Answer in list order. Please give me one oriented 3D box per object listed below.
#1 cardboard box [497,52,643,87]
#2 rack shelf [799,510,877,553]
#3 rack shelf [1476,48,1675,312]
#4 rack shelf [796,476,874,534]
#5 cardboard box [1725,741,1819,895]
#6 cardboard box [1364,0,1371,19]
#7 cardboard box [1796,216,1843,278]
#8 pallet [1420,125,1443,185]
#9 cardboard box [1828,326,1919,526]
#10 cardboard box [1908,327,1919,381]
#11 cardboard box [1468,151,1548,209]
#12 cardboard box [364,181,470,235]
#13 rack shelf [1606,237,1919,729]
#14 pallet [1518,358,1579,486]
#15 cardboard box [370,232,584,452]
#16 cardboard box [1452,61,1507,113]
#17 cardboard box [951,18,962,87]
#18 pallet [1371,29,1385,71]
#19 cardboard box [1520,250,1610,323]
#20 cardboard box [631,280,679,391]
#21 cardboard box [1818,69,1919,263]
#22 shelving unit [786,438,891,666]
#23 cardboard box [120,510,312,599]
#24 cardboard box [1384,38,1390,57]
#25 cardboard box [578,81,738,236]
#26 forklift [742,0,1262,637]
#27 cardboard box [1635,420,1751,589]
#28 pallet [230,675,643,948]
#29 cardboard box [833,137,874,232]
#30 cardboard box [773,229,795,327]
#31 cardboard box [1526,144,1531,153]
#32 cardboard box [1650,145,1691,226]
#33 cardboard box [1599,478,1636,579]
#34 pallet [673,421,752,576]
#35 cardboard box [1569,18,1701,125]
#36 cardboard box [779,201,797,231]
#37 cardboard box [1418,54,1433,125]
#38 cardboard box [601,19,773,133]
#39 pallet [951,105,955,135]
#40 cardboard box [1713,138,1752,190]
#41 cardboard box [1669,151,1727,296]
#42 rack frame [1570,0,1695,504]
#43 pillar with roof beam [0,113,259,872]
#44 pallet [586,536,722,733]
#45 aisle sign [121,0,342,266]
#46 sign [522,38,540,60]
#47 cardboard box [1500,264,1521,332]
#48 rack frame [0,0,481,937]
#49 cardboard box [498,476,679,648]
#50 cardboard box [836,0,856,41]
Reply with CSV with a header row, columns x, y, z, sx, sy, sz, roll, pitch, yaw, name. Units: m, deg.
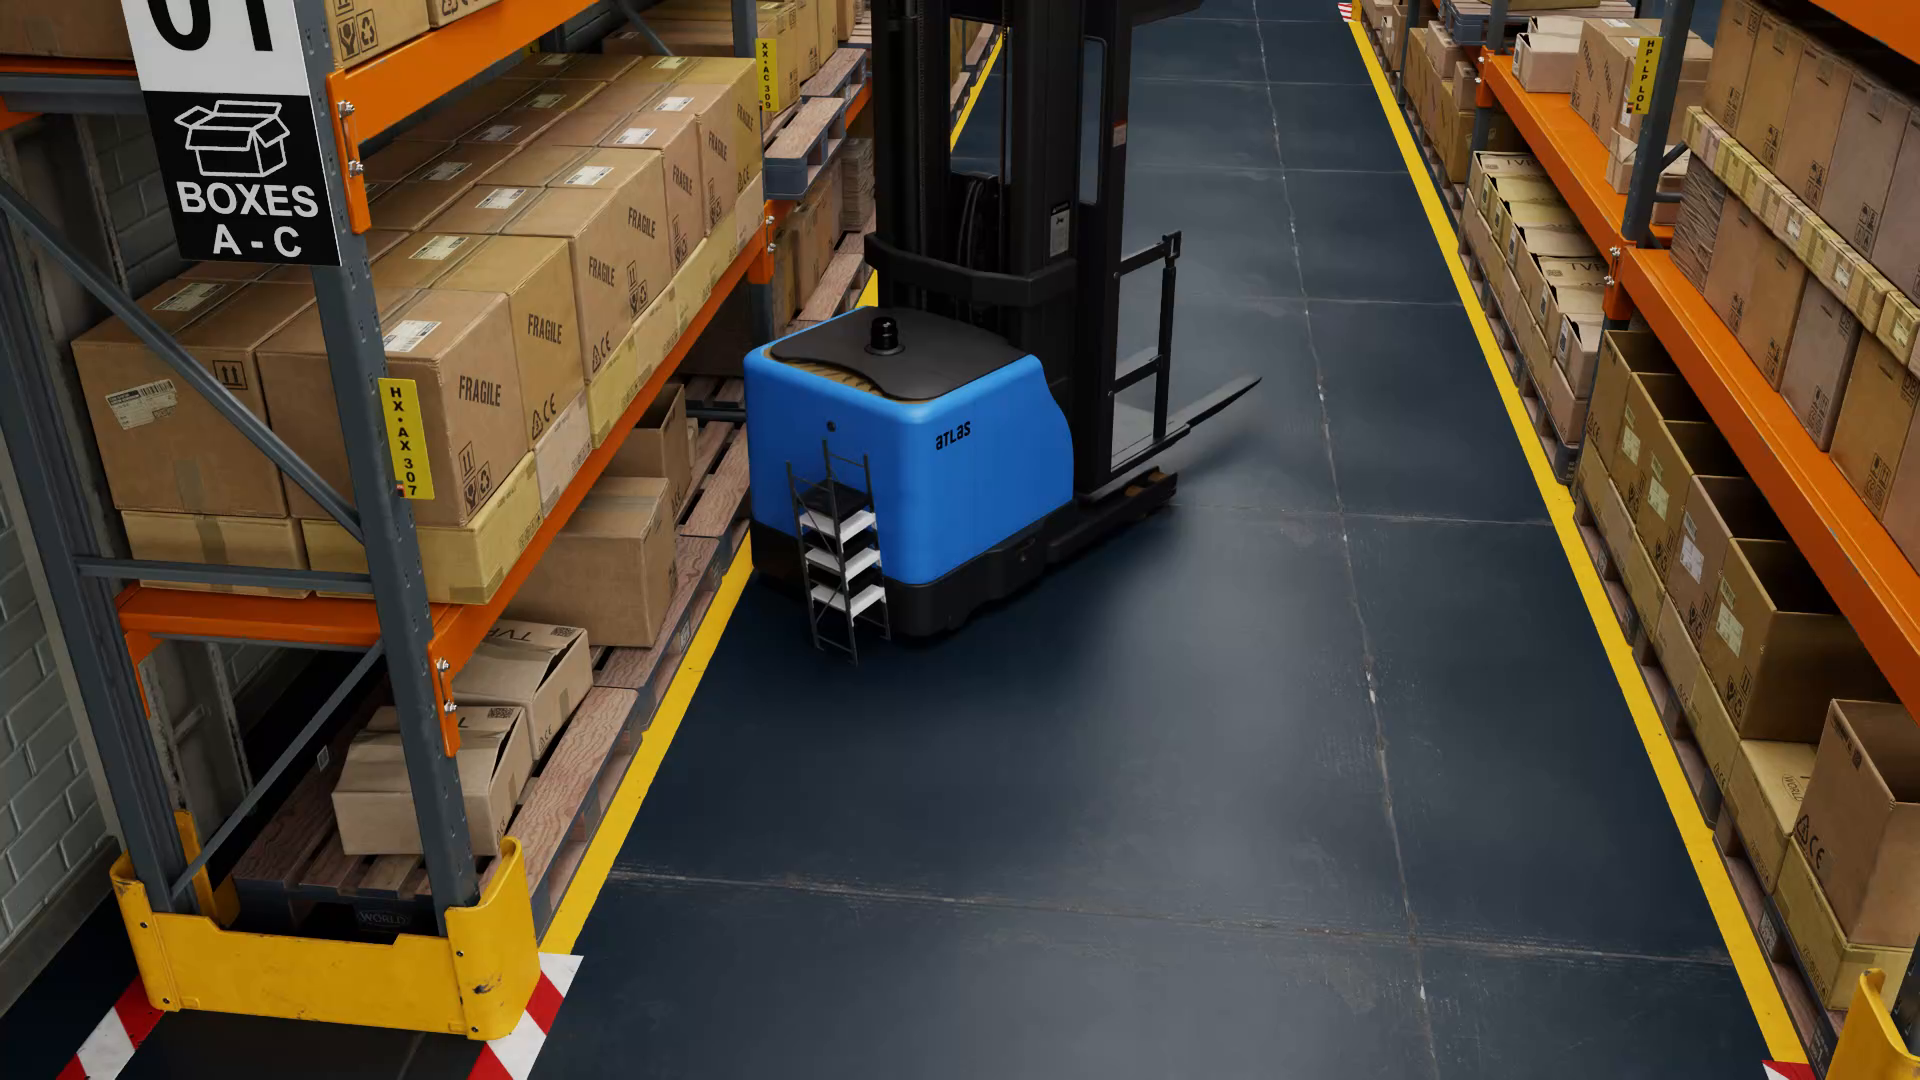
x,y,z,sx,sy,sz,roll,pitch,yaw,name
-1.693,-1.846,7.361,0.500,0.500,0.500,3,28,5,cardboard box
-0.492,-0.065,6.595,0.258,0.077,0.200,21,42,34,rack shelf
3.734,-2.121,9.283,1.077,0.370,4.000,3,28,6,rack shelf
-0.499,-0.140,6.545,0.258,0.077,0.200,21,42,34,rack shelf
2.820,0.907,5.361,0.500,0.250,0.500,3,28,6,cardboard box
4.549,-5.653,17.516,0.500,0.250,0.500,3,28,6,cardboard box
3.077,-0.981,5.620,0.380,0.149,0.250,3,28,6,cardboard box
4.260,-3.073,13.232,1.003,0.211,1.213,3,28,6,pallet
3.195,-0.357,5.145,0.700,0.500,0.500,4,29,7,cardboard box
2.951,-0.496,4.719,0.380,0.149,0.250,4,29,7,cardboard box
3.623,-2.371,10.853,0.500,0.311,0.500,4,29,8,cardboard box
-1.941,-0.887,5.580,0.500,0.500,0.500,3,28,5,cardboard box
3.244,-0.238,5.788,1.077,0.370,4.000,3,28,6,rack shelf
3.540,-0.618,8.674,1.003,0.211,1.213,3,28,6,pallet
-1.491,-0.612,5.069,0.500,0.500,0.500,3,29,6,cardboard box
3.863,-3.283,12.063,0.500,0.250,0.500,4,29,8,cardboard box
-0.399,-4.473,14.714,0.750,0.750,0.750,4,29,7,cardboard box
4.701,-4.933,16.685,1.003,0.211,1.213,3,28,6,pallet
3.375,-1.405,9.060,0.500,0.311,0.500,3,28,6,cardboard box
-1.361,-0.776,6.165,0.500,0.250,0.500,4,29,7,cardboard box
3.256,-1.194,5.329,0.700,0.500,0.500,3,28,6,cardboard box
-0.481,0.056,6.676,0.258,0.900,0.210,21,42,34,shelving unit
-2.053,-0.074,4.861,0.500,0.250,0.500,4,29,7,cardboard box
4.243,-4.665,15.789,0.380,0.149,0.250,3,28,6,cardboard box
-1.235,-1.580,6.866,0.500,0.500,0.500,3,28,6,cardboard box
0.398,-1.519,7.479,1.130,2.935,3.031,21,35,34,forklift
2.999,-0.130,6.494,0.500,0.500,0.500,3,28,6,cardboard box
-1.774,0.912,5.835,1.003,0.211,1.213,3,28,6,pallet
-0.975,-2.417,11.245,0.700,0.500,0.500,4,29,7,cardboard box
-1.341,-1.469,9.486,0.700,0.500,0.500,3,28,5,cardboard box
4.377,-2.917,12.173,0.500,0.500,0.500,2,28,4,cardboard box
3.506,-1.665,7.835,0.500,0.250,0.500,5,29,9,cardboard box
3.065,-0.035,7.109,0.500,0.250,0.500,3,28,6,cardboard box
-1.475,-0.237,7.967,1.003,0.211,1.213,3,28,6,pallet
3.789,-2.632,9.368,0.500,0.500,0.500,2,28,3,cardboard box
-1.244,-2.006,9.692,0.500,0.250,0.500,3,28,5,cardboard box
4.045,-3.655,13.544,0.500,0.500,0.500,4,29,7,cardboard box
-1.332,-2.258,8.209,0.700,0.500,0.500,3,29,6,cardboard box
-0.615,-3.377,13.796,1.003,0.211,1.213,3,28,6,pallet
3.203,-1.471,6.528,0.380,0.149,0.250,3,28,5,cardboard box
3.440,-1.331,6.953,0.700,0.500,0.500,3,28,5,cardboard box
3.489,-1.496,7.365,1.000,3.000,0.127,3,28,6,rack frame
1.581,-2.670,3.219,9.100,9.000,0.400,3,28,6,pillar with roof beam
-1.622,0.339,6.898,1.003,0.211,1.213,3,28,6,pallet
-1.629,-0.993,3.689,0.394,0.787,0.004,3,28,6,aisle sign
-1.980,-2.323,7.678,0.100,0.325,0.005,3,28,6,sign
3.441,-1.401,9.644,0.500,0.250,0.500,4,29,7,cardboard box
-1.918,0.100,4.401,1.000,3.000,0.127,3,28,6,rack frame
-1.535,0.076,6.618,0.700,0.500,0.500,2,28,3,cardboard box
-1.027,-3.417,10.360,0.700,0.500,0.500,1,28,1,cardboard box
